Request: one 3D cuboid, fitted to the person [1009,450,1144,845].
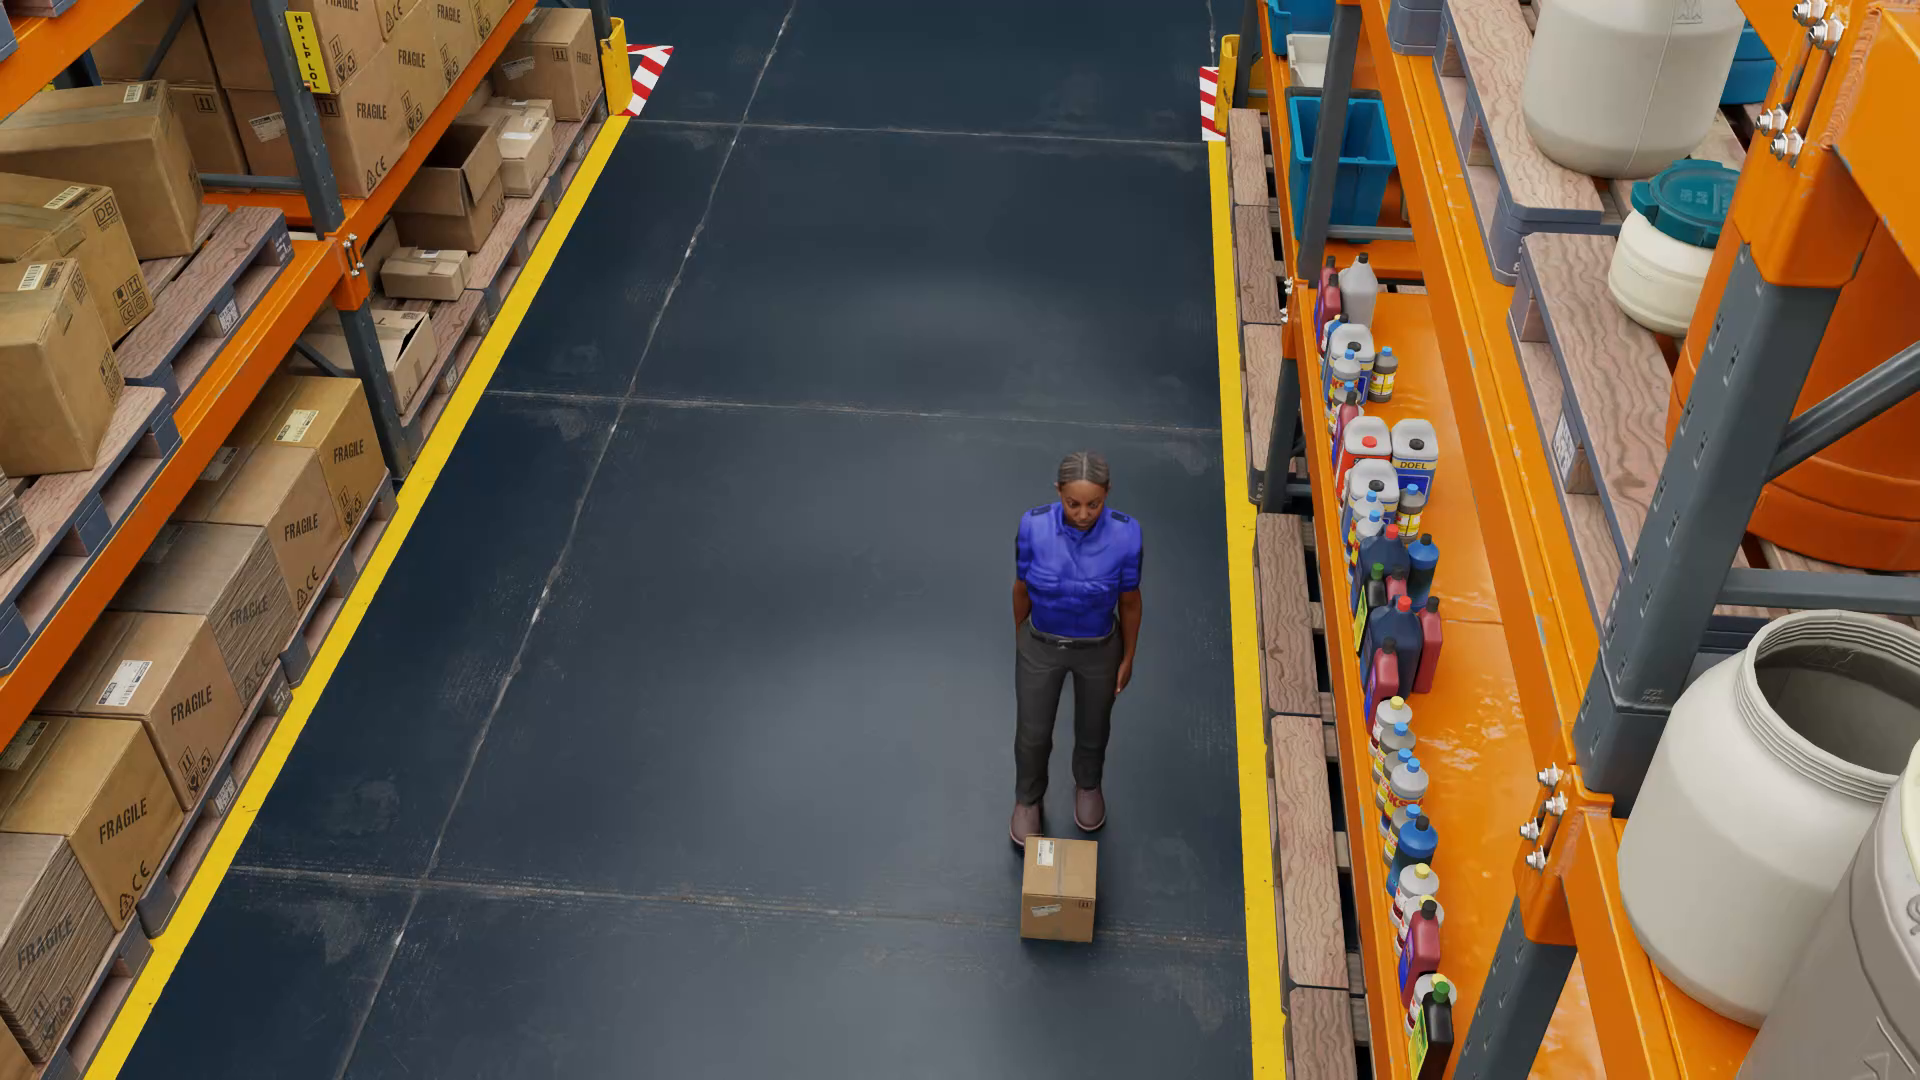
[{"bbox_3d":[0.391,0.390,5.704,0.438,1.658,0.391,4,40,5],"label":"person"}]
